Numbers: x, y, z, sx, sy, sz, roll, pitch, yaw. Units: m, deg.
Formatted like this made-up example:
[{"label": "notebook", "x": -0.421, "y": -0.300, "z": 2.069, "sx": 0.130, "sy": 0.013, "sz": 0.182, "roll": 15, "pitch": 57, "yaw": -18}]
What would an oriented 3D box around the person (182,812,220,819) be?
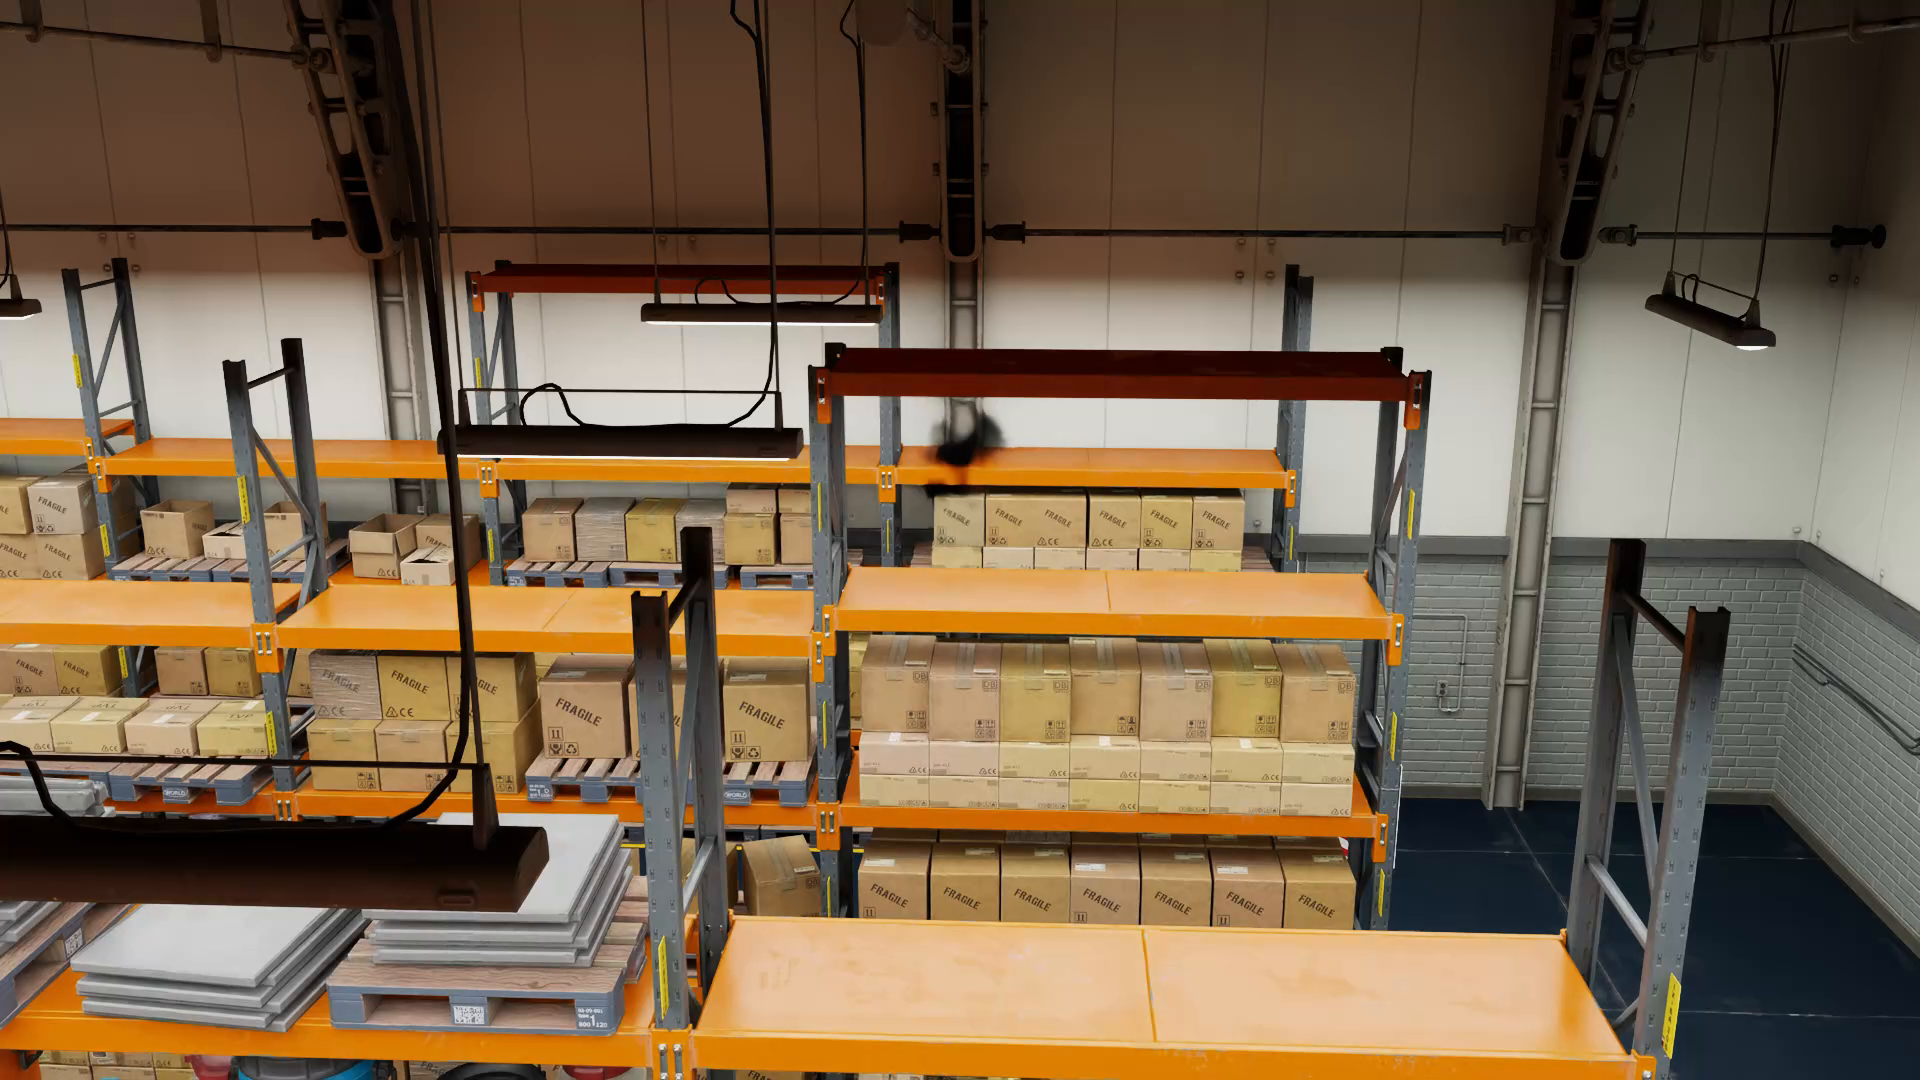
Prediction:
[{"label": "person", "x": -6.919, "y": 3.056, "z": 15.302, "sx": 0.809, "sy": 1.619, "sz": 0.605, "roll": 0, "pitch": 16, "yaw": -1}]
